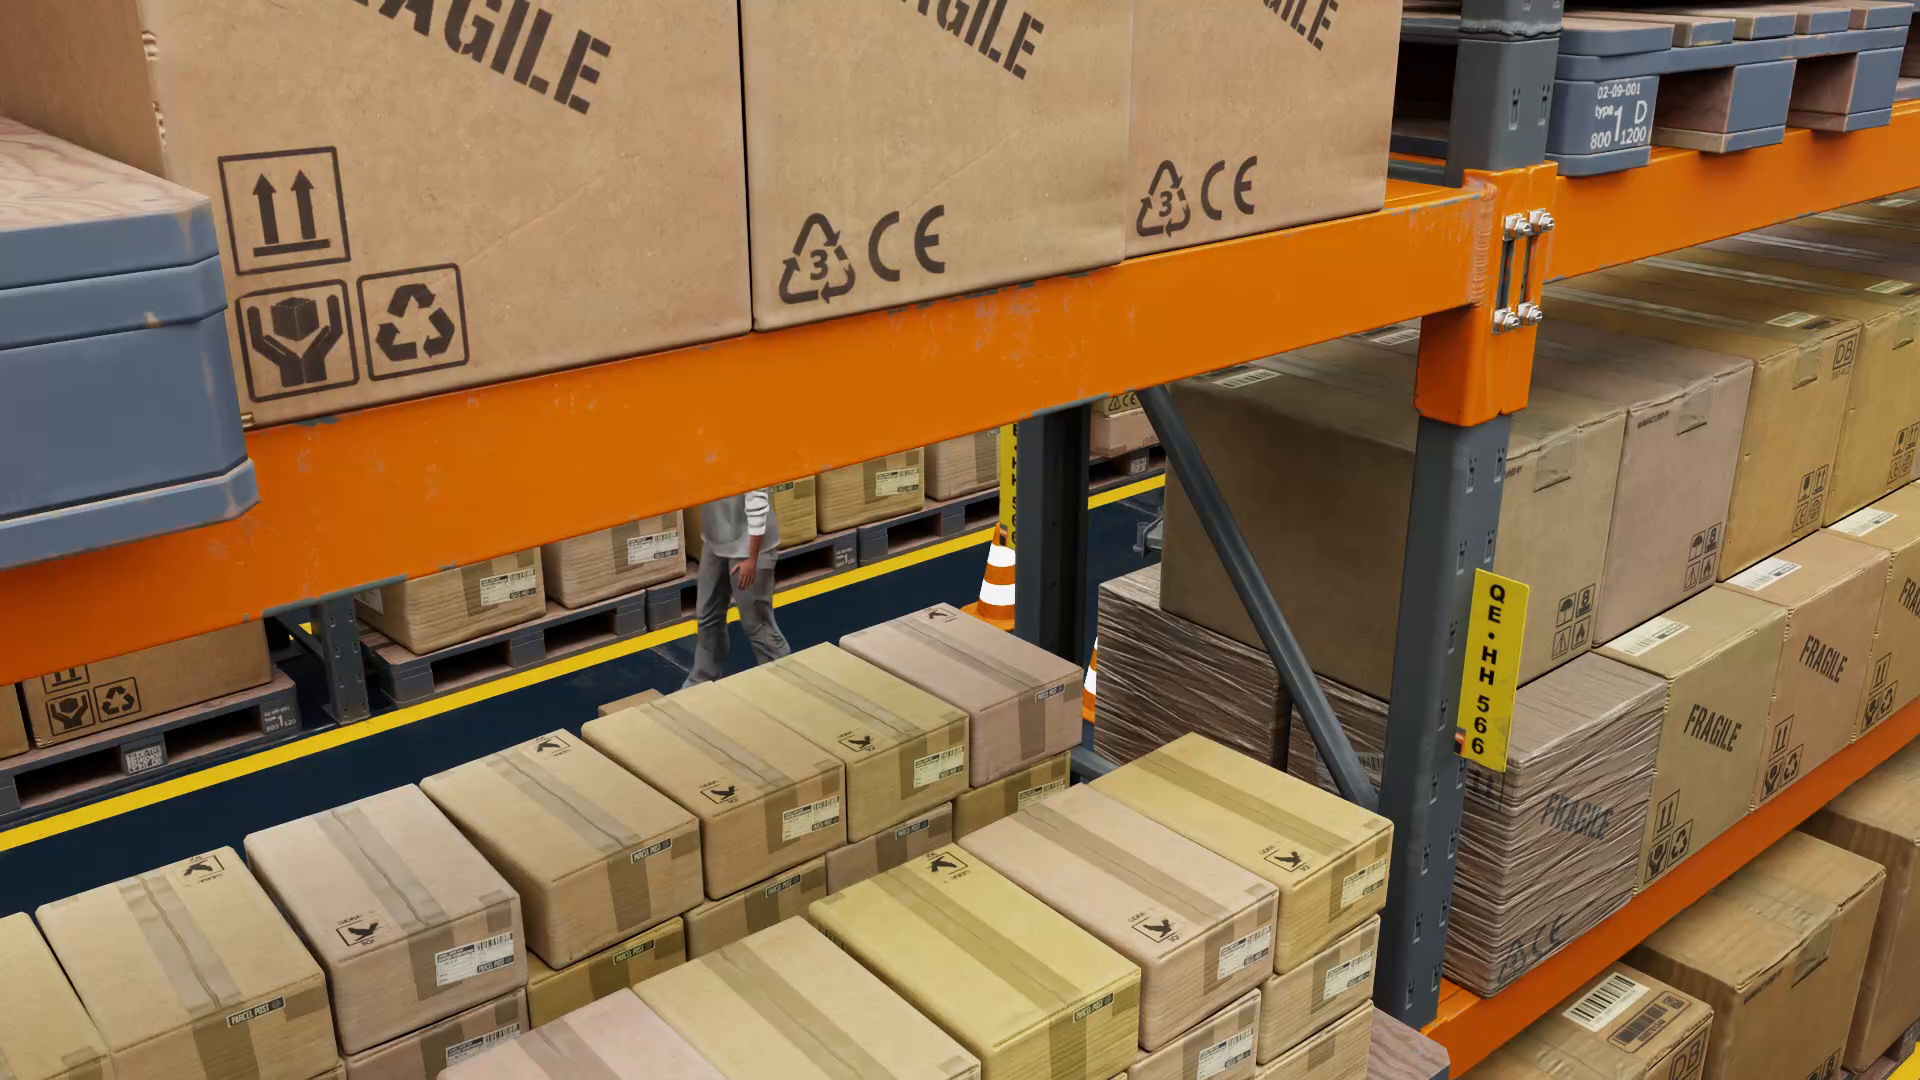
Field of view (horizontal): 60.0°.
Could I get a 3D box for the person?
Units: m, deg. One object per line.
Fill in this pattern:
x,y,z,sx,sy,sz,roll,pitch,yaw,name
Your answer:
-0.947,0.035,6.498,0.574,1.598,0.425,-10,24,-25,person
